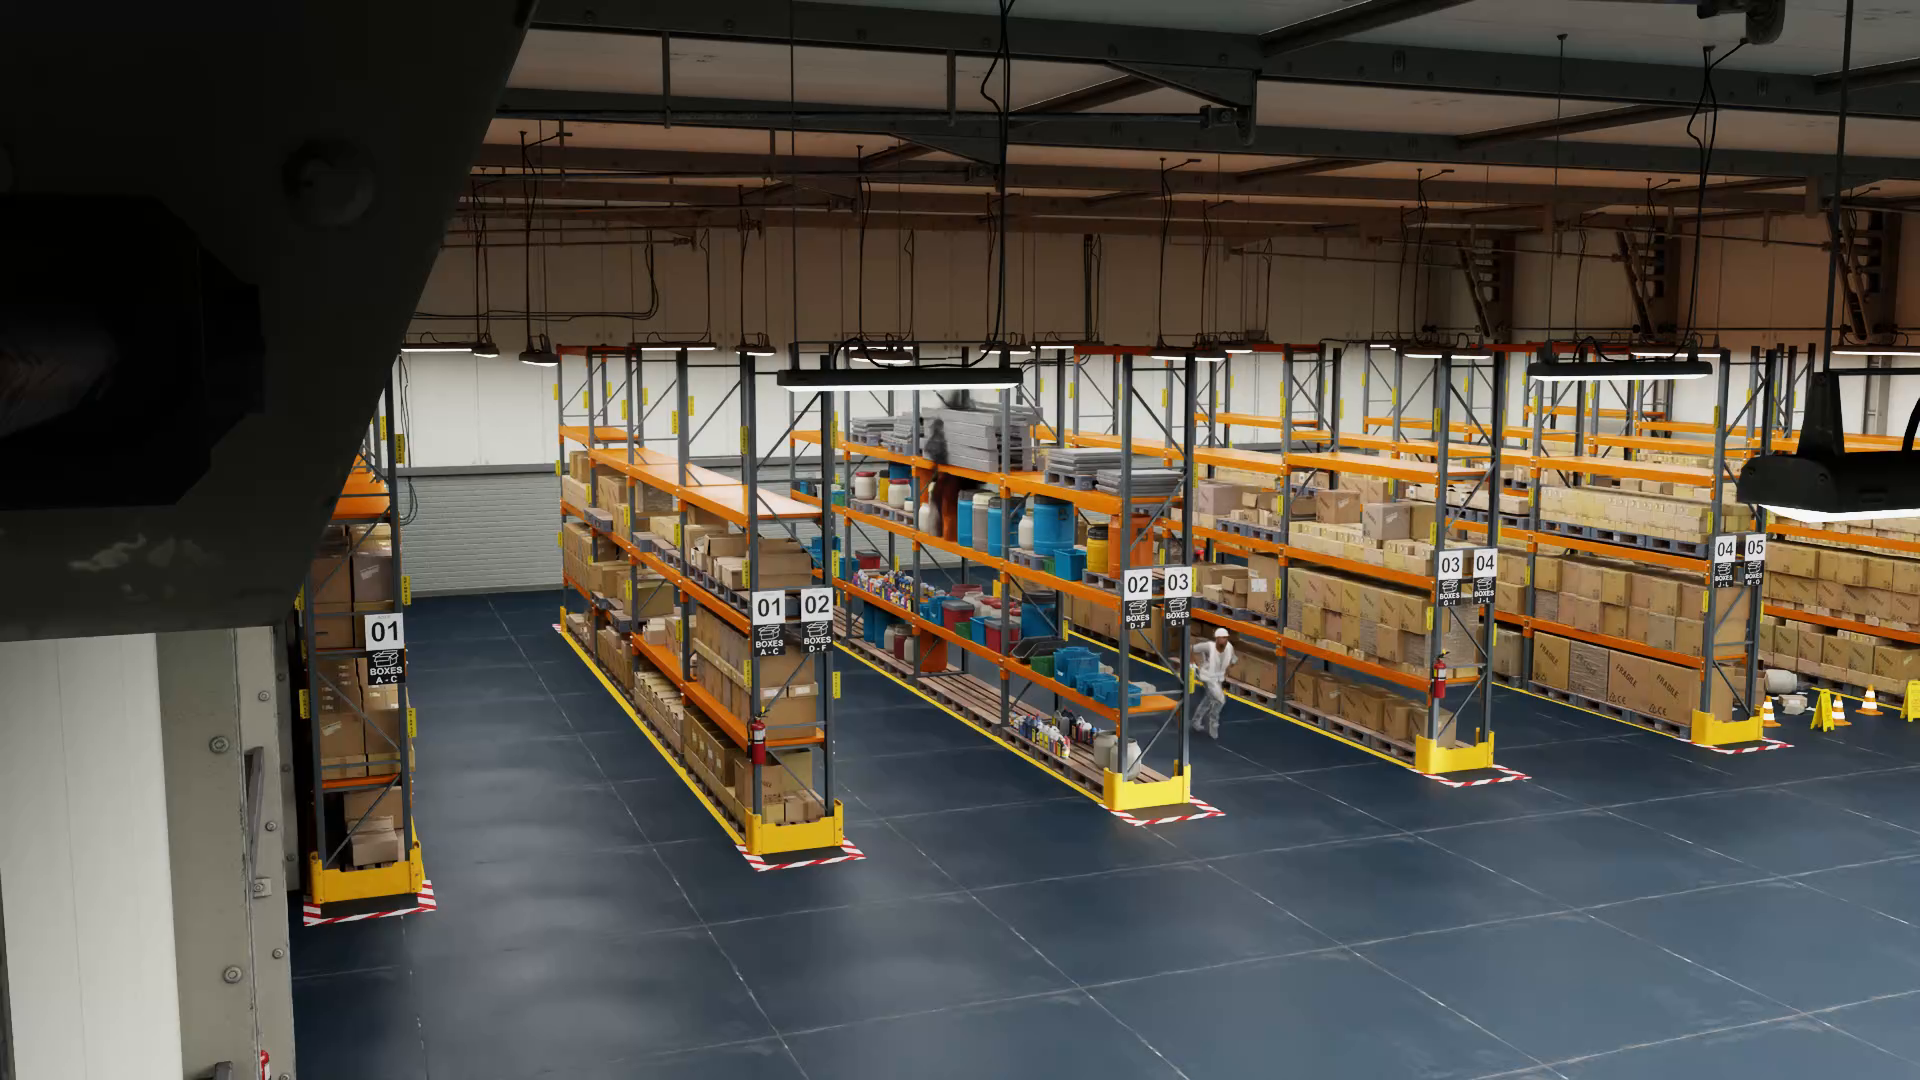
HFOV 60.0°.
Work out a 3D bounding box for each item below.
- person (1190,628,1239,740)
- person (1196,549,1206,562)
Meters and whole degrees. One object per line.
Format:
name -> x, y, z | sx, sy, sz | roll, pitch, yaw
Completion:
person -> 3.911, 2.195, 25.797 | 0.668, 1.745, 0.940 | -5, 9, -36
person -> 5.012, 1.061, 34.794 | 0.671, 1.749, 0.718 | -3, 8, -23
